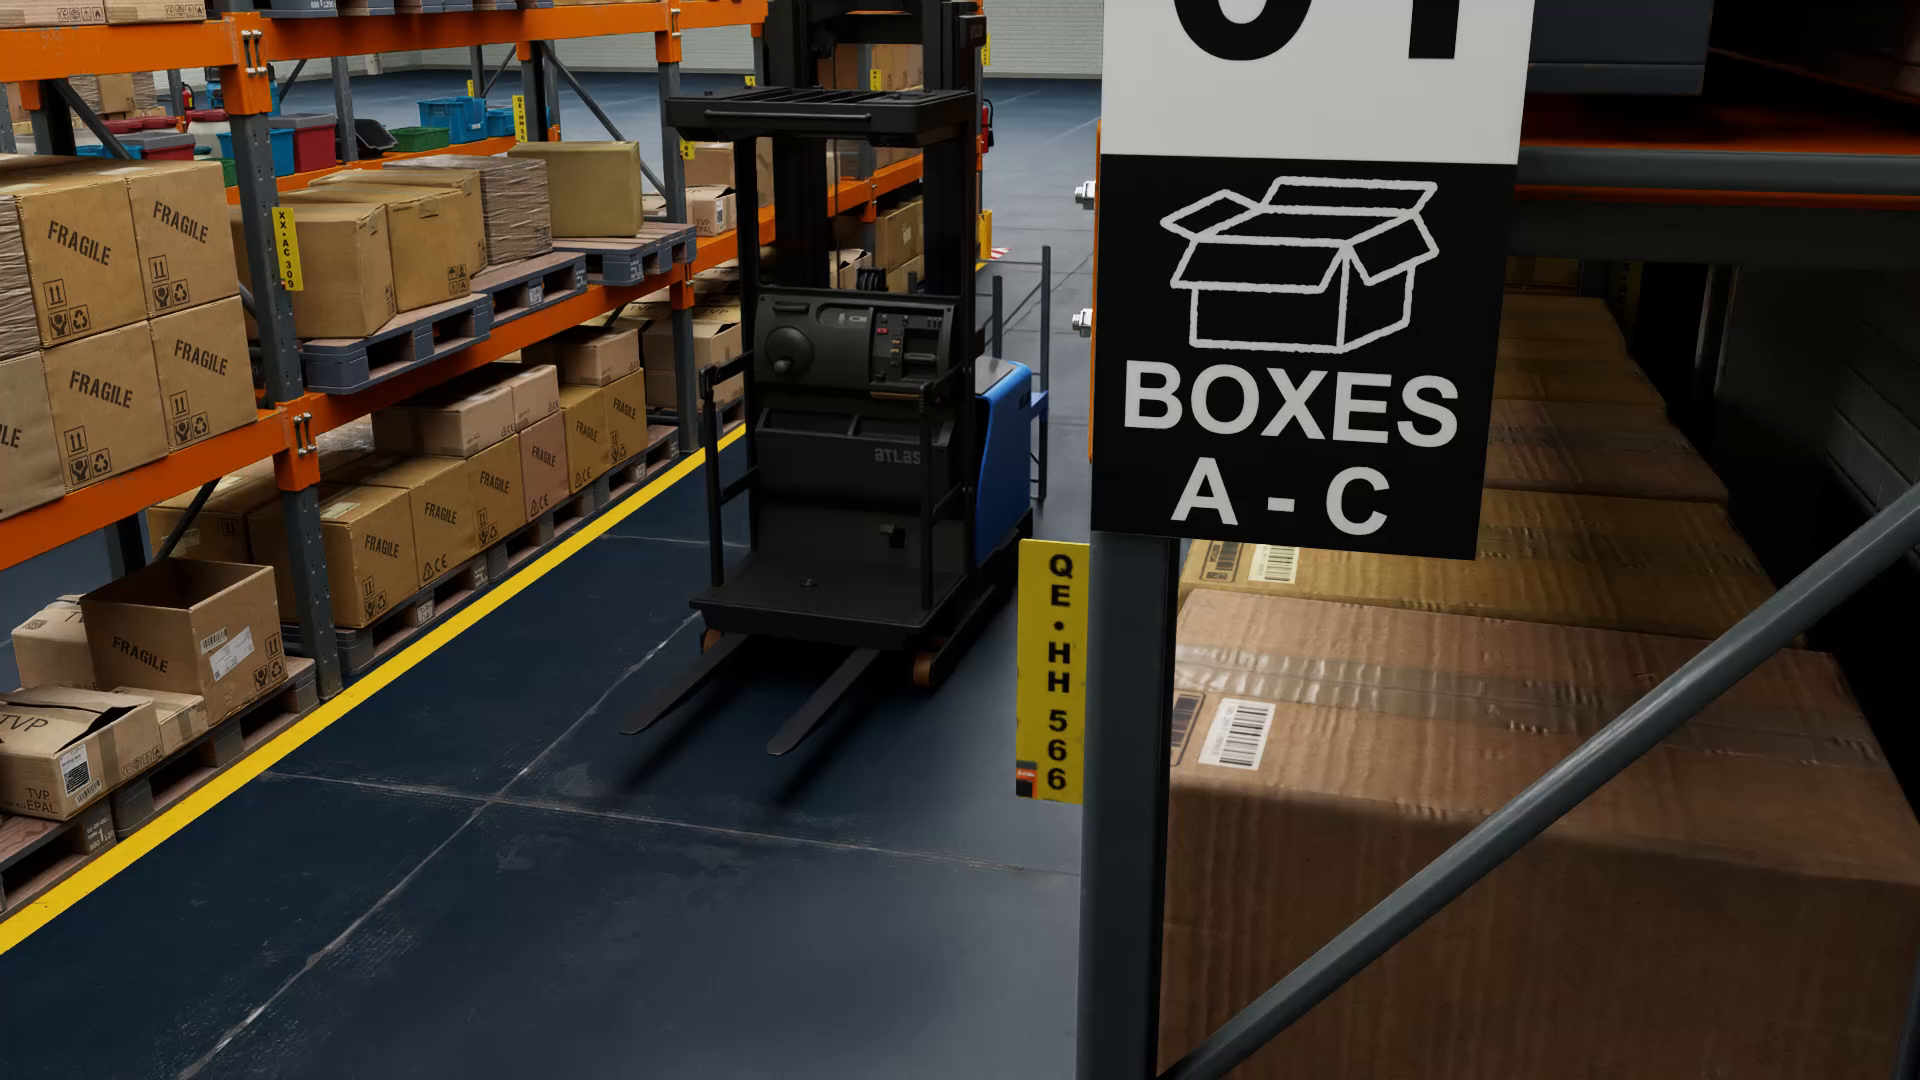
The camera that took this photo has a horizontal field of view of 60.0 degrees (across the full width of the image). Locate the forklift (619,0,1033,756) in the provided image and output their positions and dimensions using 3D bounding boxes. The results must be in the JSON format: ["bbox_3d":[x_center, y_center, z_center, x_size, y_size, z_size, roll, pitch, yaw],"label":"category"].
[{"bbox_3d":[-0.538,-0.878,7.223,1.130,2.935,3.031,6,20,16],"label":"forklift"}]

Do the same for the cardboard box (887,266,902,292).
[{"bbox_3d":[-0.827,-2.306,14.903,0.500,0.250,0.500,5,19,13],"label":"cardboard box"}]

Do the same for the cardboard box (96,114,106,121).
[{"bbox_3d":[-9.982,-4.787,18.950,0.380,0.149,0.250,5,19,13],"label":"cardboard box"}]

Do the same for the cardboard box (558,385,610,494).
[{"bbox_3d":[-2.339,-0.585,9.446,0.500,0.500,0.500,4,19,11],"label":"cardboard box"}]

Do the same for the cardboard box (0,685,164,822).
[{"bbox_3d":[-3.236,0.721,5.916,0.500,0.311,0.500,5,19,13],"label":"cardboard box"}]

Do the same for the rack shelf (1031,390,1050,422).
[{"bbox_3d":[0.124,-0.654,9.339,0.538,0.185,1.000,6,20,16],"label":"rack shelf"}]

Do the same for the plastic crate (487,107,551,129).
[{"bbox_3d":[-4.891,-4.682,18.486,0.499,0.251,0.616,5,19,13],"label":"plastic crate"}]

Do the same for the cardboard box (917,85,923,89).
[{"bbox_3d":[-0.542,-4.274,15.902,0.380,0.149,0.250,4,19,13],"label":"cardboard box"}]

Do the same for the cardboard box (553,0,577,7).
[{"bbox_3d":[-2.537,-3.038,8.646,0.910,0.500,0.500,5,19,13],"label":"cardboard box"}]

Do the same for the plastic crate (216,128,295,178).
[{"bbox_3d":[-6.004,-3.302,14.238,0.392,0.384,0.575,5,19,13],"label":"plastic crate"}]

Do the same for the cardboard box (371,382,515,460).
[{"bbox_3d":[-2.590,-0.606,8.346,0.500,0.250,0.500,5,19,13],"label":"cardboard box"}]

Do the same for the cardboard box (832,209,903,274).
[{"bbox_3d":[-0.817,-2.660,14.779,0.500,0.500,0.500,5,19,13],"label":"cardboard box"}]

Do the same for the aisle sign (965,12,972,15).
[{"bbox_3d":[0.044,-5.768,17.413,0.394,0.787,0.004,5,19,13],"label":"aisle sign"}]

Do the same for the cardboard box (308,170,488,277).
[{"bbox_3d":[-2.817,-1.584,8.381,0.700,0.500,0.500,0,19,-1],"label":"cardboard box"}]

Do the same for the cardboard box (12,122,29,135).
[{"bbox_3d":[-10.213,-4.389,17.786,0.380,0.149,0.250,5,19,13],"label":"cardboard box"}]

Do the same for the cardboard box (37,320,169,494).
[{"bbox_3d":[-3.187,-0.488,5.822,0.500,0.500,0.500,5,20,15],"label":"cardboard box"}]

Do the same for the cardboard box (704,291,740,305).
[{"bbox_3d":[-1.552,-1.662,12.150,0.500,0.311,0.500,4,19,12],"label":"cardboard box"}]

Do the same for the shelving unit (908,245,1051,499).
[{"bbox_3d":[0.124,-0.824,9.281,0.538,1.500,1.048,6,20,16],"label":"shelving unit"}]

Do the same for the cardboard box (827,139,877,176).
[{"bbox_3d":[-1.132,-3.474,14.563,0.700,0.500,0.500,4,19,12],"label":"cardboard box"}]

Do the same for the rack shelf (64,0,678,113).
[{"bbox_3d":[-2.700,-2.486,8.296,1.077,0.370,4.000,5,19,13],"label":"rack shelf"}]

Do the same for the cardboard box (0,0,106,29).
[{"bbox_3d":[-3.182,-1.799,5.405,0.500,0.250,0.500,5,19,13],"label":"cardboard box"}]

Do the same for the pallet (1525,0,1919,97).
[{"bbox_3d":[0.810,-0.747,2.230,1.003,0.211,1.213,5,19,13],"label":"pallet"}]

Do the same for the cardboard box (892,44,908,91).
[{"bbox_3d":[-0.887,-4.403,15.277,0.700,0.500,0.500,5,19,13],"label":"cardboard box"}]

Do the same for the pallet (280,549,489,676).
[{"bbox_3d":[-3.027,0.282,8.035,1.003,0.211,1.213,5,19,13],"label":"pallet"}]

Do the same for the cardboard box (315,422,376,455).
[{"bbox_3d":[-3.094,-0.294,8.593,0.500,0.500,0.500,5,19,14],"label":"cardboard box"}]

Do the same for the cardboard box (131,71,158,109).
[{"bbox_3d":[-10.023,-5.342,19.573,0.875,0.500,0.500,5,19,13],"label":"cardboard box"}]

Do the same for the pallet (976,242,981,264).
[{"bbox_3d":[-0.403,-2.978,17.581,1.003,0.211,1.213,5,19,13],"label":"pallet"}]

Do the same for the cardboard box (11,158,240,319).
[{"bbox_3d":[-3.061,-1.121,6.128,0.500,0.500,0.500,5,19,14],"label":"cardboard box"}]

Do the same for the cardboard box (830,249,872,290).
[{"bbox_3d":[-1.055,-2.300,14.019,0.500,0.311,0.500,5,19,13],"label":"cardboard box"}]

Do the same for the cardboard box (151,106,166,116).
[{"bbox_3d":[-9.731,-5.100,19.866,0.380,0.149,0.250,5,19,13],"label":"cardboard box"}]

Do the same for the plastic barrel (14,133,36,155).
[{"bbox_3d":[-6.969,-2.818,12.624,0.421,0.512,0.421,0,19,0],"label":"plastic barrel"}]

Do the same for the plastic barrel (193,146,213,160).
[{"bbox_3d":[-6.509,-3.211,14.163,0.301,0.262,0.301,0,19,0],"label":"plastic barrel"}]

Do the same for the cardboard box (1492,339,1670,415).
[{"bbox_3d":[1.284,-0.134,4.477,0.980,0.700,0.700,4,19,12],"label":"cardboard box"}]

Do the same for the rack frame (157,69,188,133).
[{"bbox_3d":[-9.862,-5.324,20.135,1.000,3.000,0.127,5,19,13],"label":"rack frame"}]

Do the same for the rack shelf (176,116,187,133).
[{"bbox_3d":[-10.351,-4.357,18.416,1.077,0.370,4.000,5,19,13],"label":"rack shelf"}]

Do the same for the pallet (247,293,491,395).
[{"bbox_3d":[-2.888,-0.931,7.569,1.003,0.211,1.213,5,19,13],"label":"pallet"}]

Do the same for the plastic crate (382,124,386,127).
[{"bbox_3d":[-6.029,-3.977,16.422,0.499,0.251,0.616,5,19,13],"label":"plastic crate"}]

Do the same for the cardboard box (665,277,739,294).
[{"bbox_3d":[-1.951,-1.858,12.724,0.500,0.311,0.500,5,20,15],"label":"cardboard box"}]

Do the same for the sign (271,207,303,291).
[{"bbox_3d":[-2.661,-1.149,6.571,0.100,0.325,0.005,5,19,13],"label":"sign"}]

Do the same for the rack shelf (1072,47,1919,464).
[{"bbox_3d":[1.127,-0.842,3.484,1.077,0.370,4.000,5,19,13],"label":"rack shelf"}]

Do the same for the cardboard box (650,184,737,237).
[{"bbox_3d":[-1.805,-2.256,11.290,0.500,0.311,0.500,4,19,13],"label":"cardboard box"}]

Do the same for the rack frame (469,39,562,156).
[{"bbox_3d":[-5.059,-4.933,18.990,1.000,3.000,0.127,5,19,13],"label":"rack frame"}]

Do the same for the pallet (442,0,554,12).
[{"bbox_3d":[-2.711,-2.634,7.910,1.213,0.211,1.003,5,19,13],"label":"pallet"}]

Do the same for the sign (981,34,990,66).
[{"bbox_3d":[0.266,-5.154,17.478,0.100,0.325,0.005,5,19,13],"label":"sign"}]

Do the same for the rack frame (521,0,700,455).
[{"bbox_3d":[-2.211,-2.033,10.500,1.000,3.000,0.127,5,19,13],"label":"rack frame"}]

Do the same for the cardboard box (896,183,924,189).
[{"bbox_3d":[-0.329,-3.287,16.615,0.500,0.500,0.500,5,19,13],"label":"cardboard box"}]

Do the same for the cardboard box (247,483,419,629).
[{"bbox_3d":[-2.834,0.063,7.550,0.500,0.500,0.500,4,19,11],"label":"cardboard box"}]

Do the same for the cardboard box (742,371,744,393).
[{"bbox_3d":[-1.677,-1.230,11.751,0.500,0.250,0.500,4,19,12],"label":"cardboard box"}]
